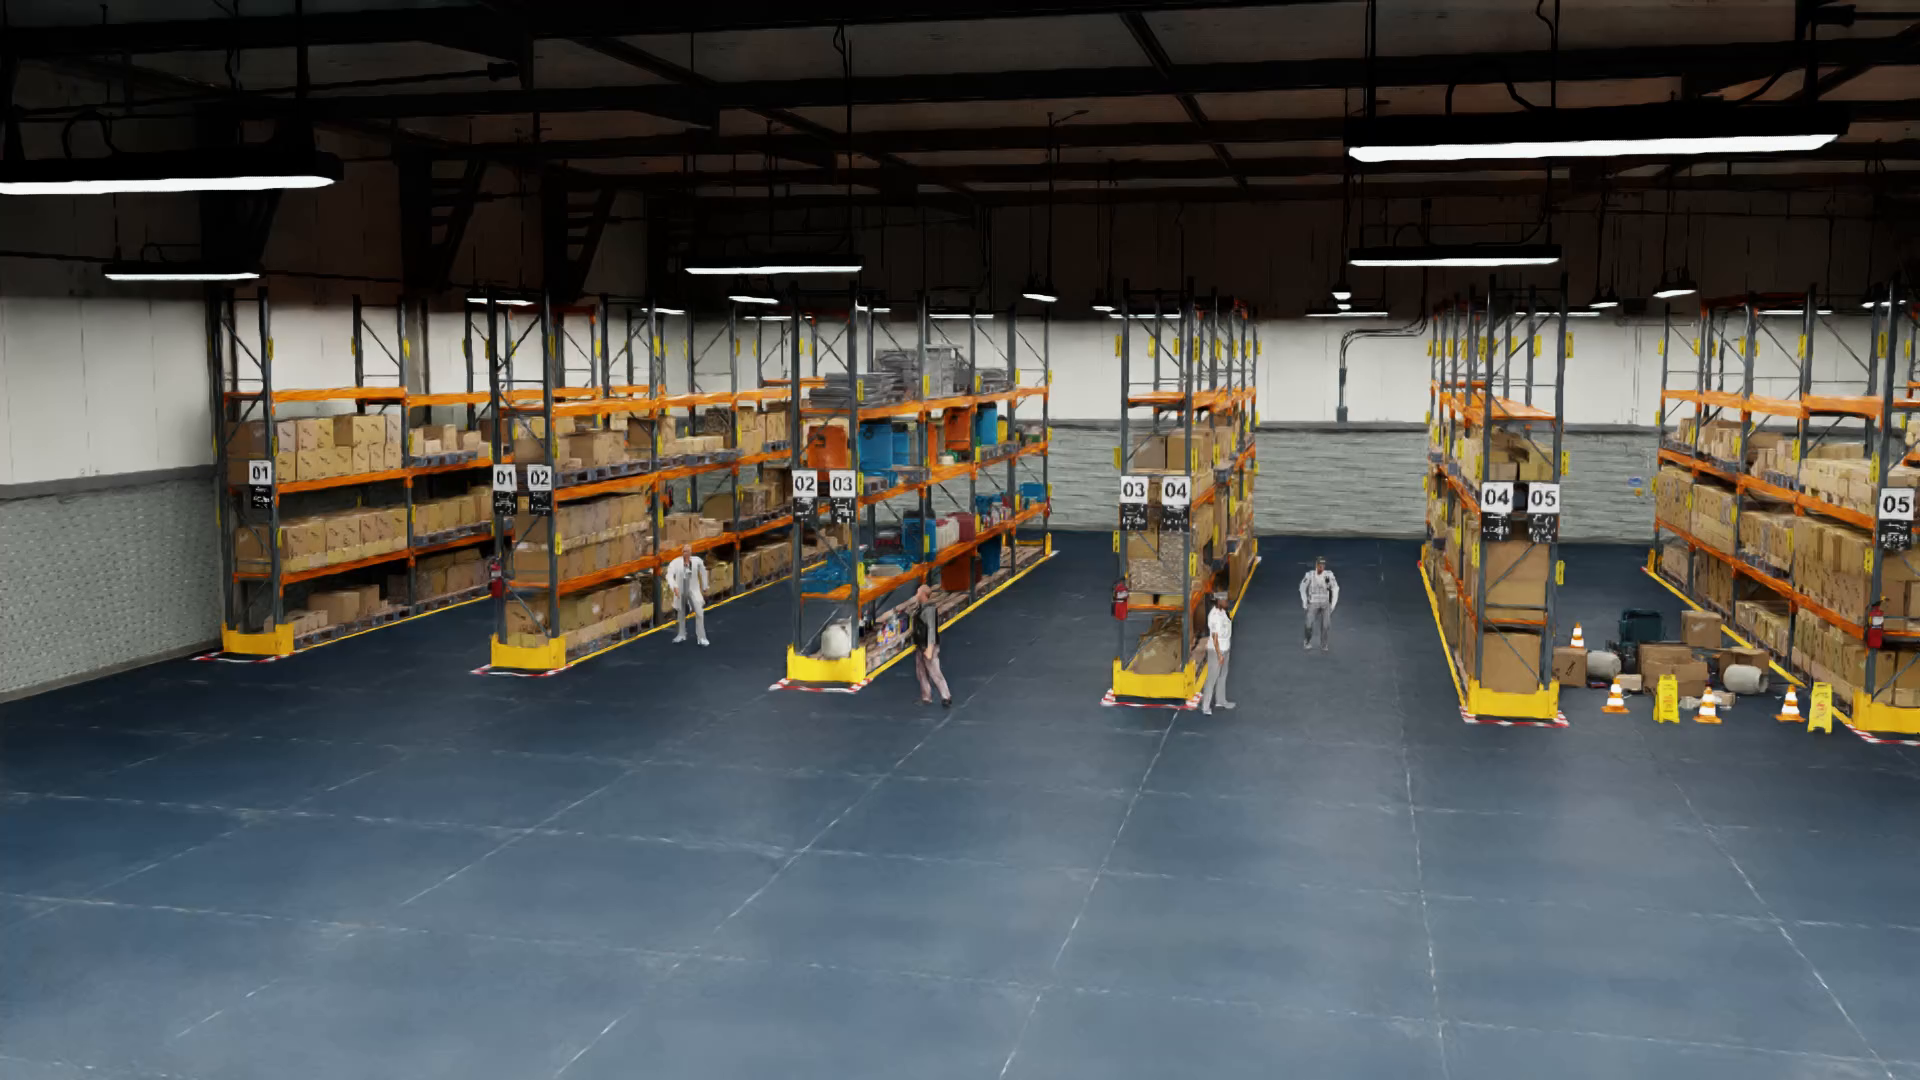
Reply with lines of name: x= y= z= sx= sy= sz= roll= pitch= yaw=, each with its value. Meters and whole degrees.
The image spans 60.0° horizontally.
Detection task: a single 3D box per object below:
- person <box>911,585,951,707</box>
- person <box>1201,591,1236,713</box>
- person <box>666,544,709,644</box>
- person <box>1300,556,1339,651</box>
person: x=-0.402 y=1.481 z=23.375 sx=0.538 sy=1.715 sz=0.631 roll=-1 pitch=7 yaw=-12
person: x=3.562 y=1.524 z=22.963 sx=0.379 sy=1.679 sz=0.628 roll=3 pitch=7 yaw=27
person: x=-4.618 y=0.996 z=28.228 sx=0.716 sy=1.529 sz=0.858 roll=-1 pitch=7 yaw=-7
person: x=5.943 y=1.042 z=27.542 sx=0.639 sy=1.632 sz=0.508 roll=1 pitch=7 yaw=12
